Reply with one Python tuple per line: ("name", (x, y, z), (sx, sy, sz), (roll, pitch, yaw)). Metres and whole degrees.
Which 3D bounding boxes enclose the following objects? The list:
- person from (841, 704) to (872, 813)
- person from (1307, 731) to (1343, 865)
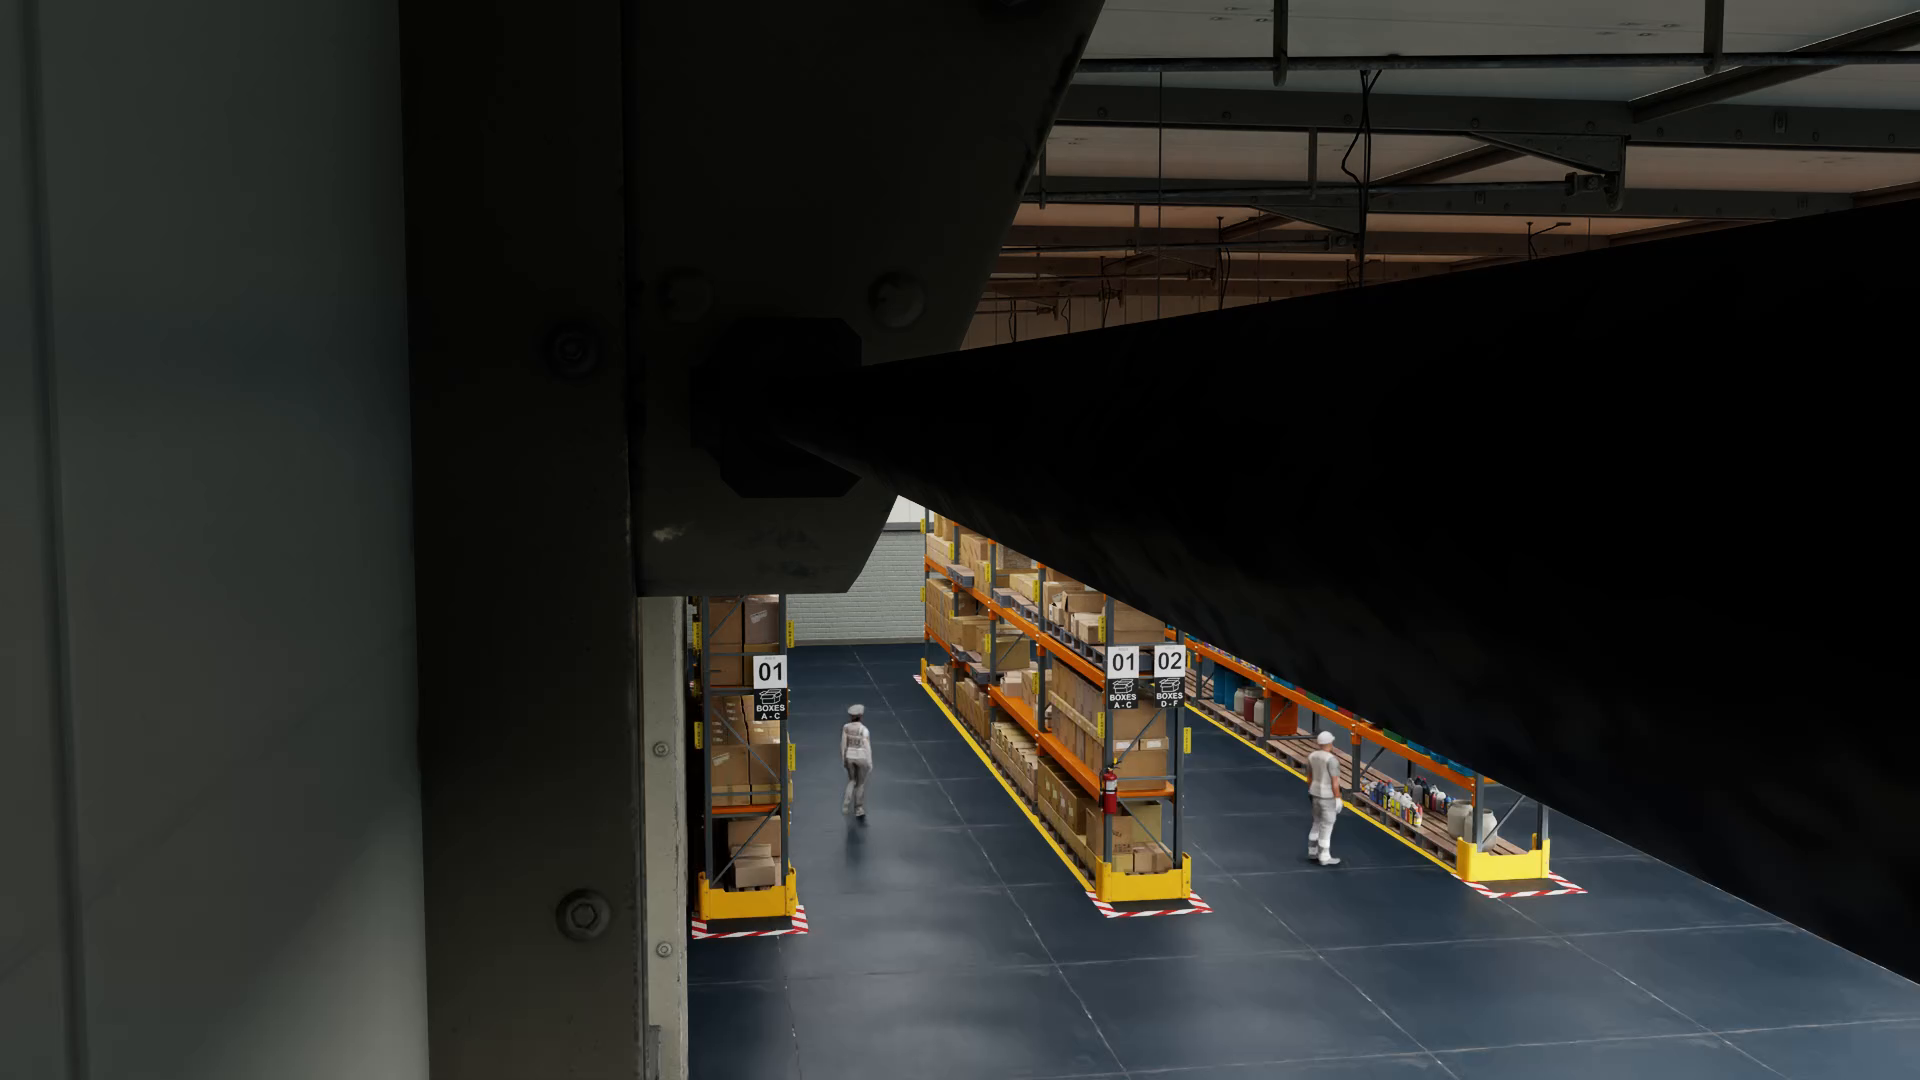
("person", (-1.541, 3.258, 24.827), (0.496, 1.621, 0.409), (3, 6, 27))
("person", (5.272, 3.046, 27.427), (5.690, 1.830, 9.190), (-3, 6, -28))
